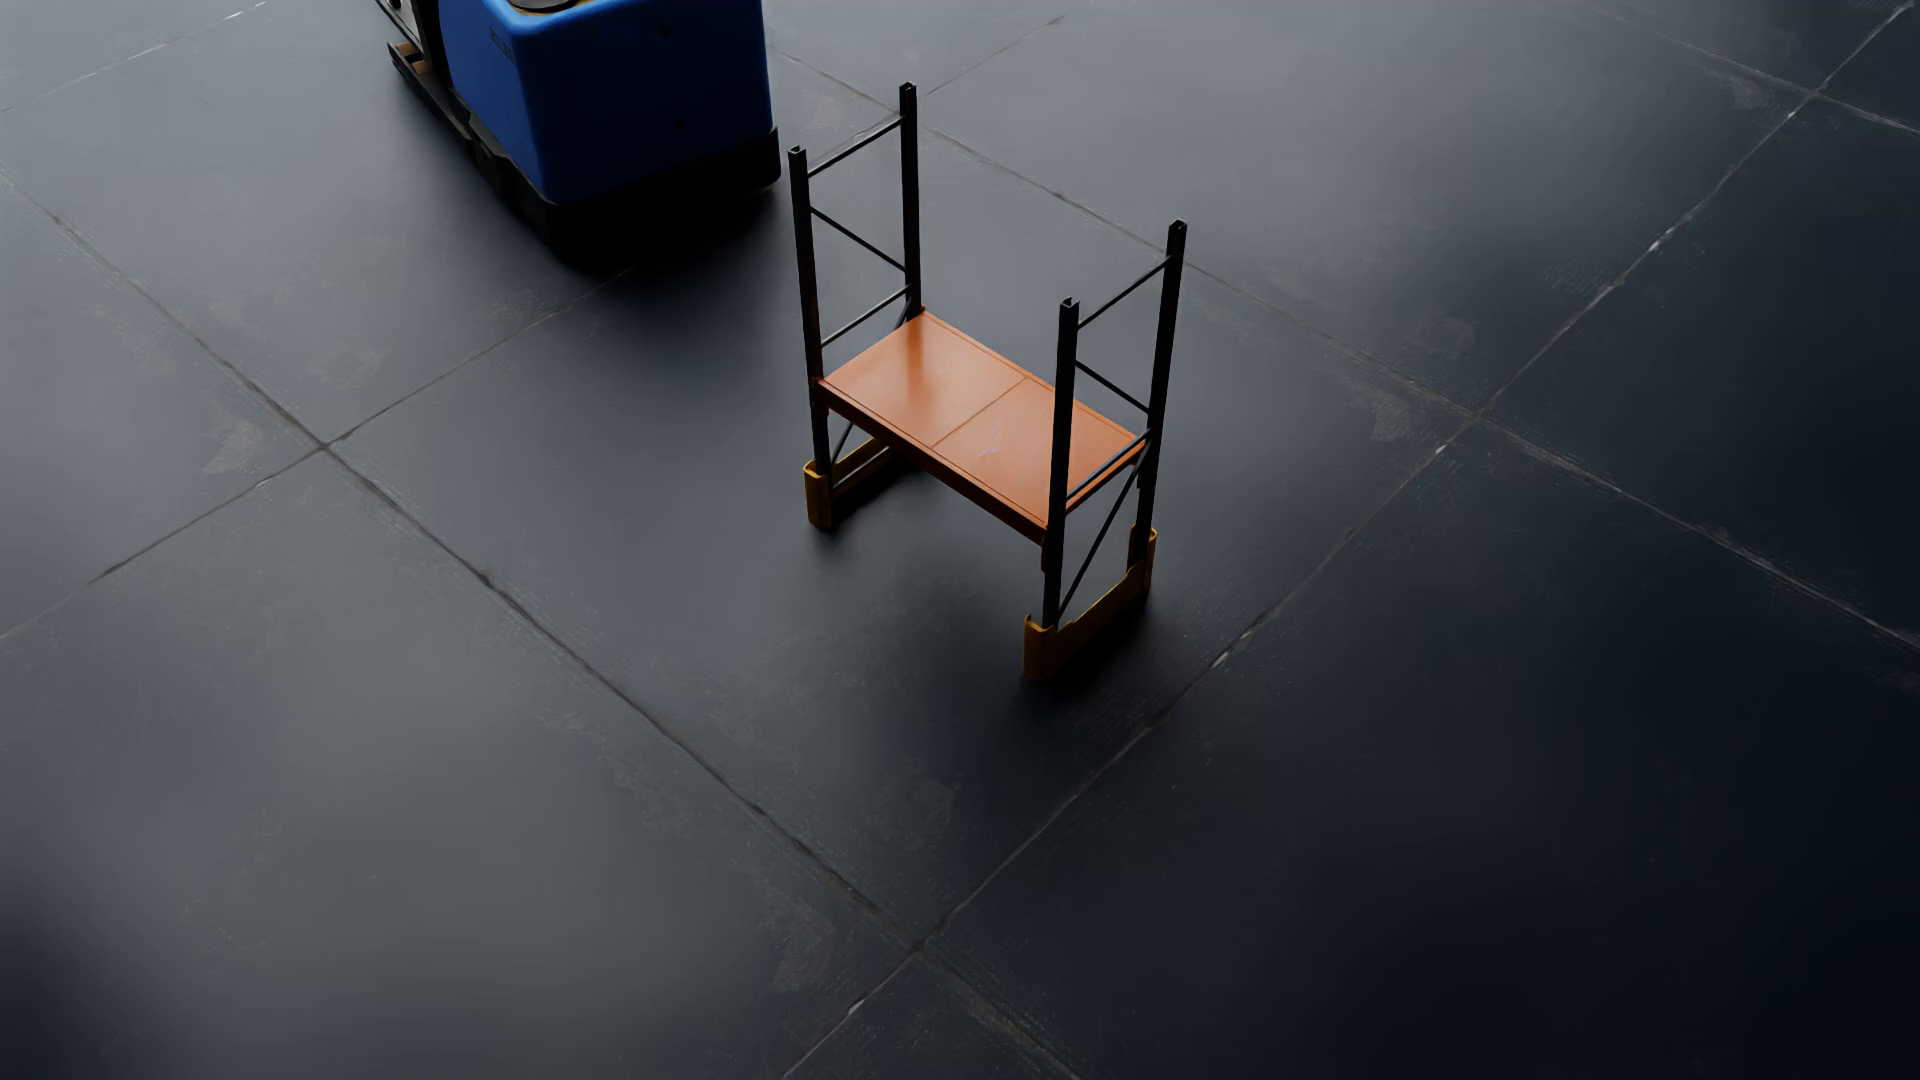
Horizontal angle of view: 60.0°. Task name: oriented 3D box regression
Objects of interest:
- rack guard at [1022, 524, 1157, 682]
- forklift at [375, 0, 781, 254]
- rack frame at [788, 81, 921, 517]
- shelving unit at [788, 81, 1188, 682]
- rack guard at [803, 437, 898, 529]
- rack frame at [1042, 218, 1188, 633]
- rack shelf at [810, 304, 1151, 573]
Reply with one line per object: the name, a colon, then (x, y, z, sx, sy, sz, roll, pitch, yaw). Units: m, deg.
rack guard: (0.422, 0.198, 5.392, 0.087, 0.250, 0.587, 34, 55, 28)
forklift: (-1.995, -3.214, 6.758, 1.130, 2.935, 3.031, -26, 52, -22)
rack frame: (-0.311, -0.723, 5.400, 0.032, 1.500, 0.500, 34, 55, 28)
shelving unit: (0.056, -0.476, 5.168, 1.083, 1.500, 0.587, 34, 55, 28)
rack guard: (-0.310, -0.294, 5.855, 0.087, 0.250, 0.587, 34, 55, 28)
rack frame: (0.436, -0.220, 4.928, 0.032, 1.500, 0.500, 34, 55, 28)
rack shelf: (0.063, -0.348, 5.295, 1.000, 0.185, 0.538, 34, 55, 28)
